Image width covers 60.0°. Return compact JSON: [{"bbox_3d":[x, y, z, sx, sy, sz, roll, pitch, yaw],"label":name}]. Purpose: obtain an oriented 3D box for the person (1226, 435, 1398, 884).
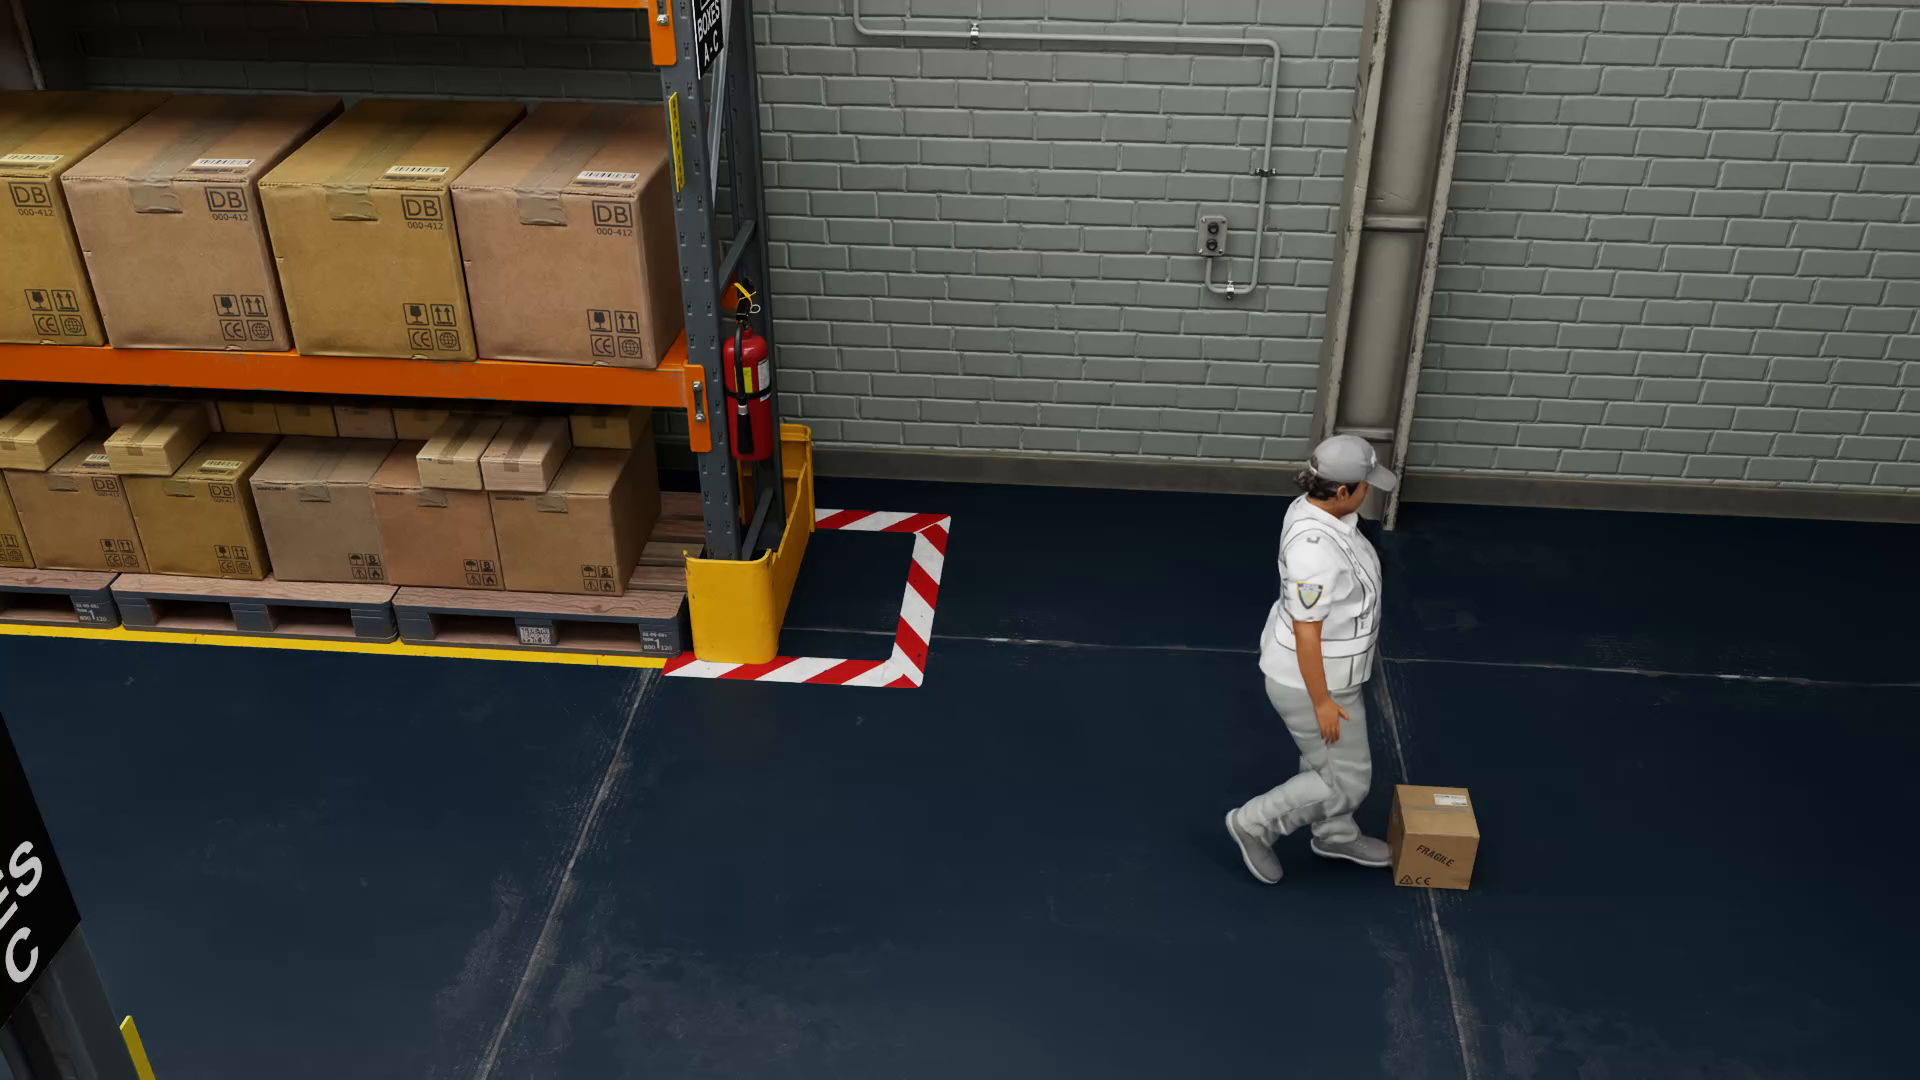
[{"bbox_3d":[1.237,0.426,5.451,0.602,1.653,0.533,7,33,11],"label":"person"}]
